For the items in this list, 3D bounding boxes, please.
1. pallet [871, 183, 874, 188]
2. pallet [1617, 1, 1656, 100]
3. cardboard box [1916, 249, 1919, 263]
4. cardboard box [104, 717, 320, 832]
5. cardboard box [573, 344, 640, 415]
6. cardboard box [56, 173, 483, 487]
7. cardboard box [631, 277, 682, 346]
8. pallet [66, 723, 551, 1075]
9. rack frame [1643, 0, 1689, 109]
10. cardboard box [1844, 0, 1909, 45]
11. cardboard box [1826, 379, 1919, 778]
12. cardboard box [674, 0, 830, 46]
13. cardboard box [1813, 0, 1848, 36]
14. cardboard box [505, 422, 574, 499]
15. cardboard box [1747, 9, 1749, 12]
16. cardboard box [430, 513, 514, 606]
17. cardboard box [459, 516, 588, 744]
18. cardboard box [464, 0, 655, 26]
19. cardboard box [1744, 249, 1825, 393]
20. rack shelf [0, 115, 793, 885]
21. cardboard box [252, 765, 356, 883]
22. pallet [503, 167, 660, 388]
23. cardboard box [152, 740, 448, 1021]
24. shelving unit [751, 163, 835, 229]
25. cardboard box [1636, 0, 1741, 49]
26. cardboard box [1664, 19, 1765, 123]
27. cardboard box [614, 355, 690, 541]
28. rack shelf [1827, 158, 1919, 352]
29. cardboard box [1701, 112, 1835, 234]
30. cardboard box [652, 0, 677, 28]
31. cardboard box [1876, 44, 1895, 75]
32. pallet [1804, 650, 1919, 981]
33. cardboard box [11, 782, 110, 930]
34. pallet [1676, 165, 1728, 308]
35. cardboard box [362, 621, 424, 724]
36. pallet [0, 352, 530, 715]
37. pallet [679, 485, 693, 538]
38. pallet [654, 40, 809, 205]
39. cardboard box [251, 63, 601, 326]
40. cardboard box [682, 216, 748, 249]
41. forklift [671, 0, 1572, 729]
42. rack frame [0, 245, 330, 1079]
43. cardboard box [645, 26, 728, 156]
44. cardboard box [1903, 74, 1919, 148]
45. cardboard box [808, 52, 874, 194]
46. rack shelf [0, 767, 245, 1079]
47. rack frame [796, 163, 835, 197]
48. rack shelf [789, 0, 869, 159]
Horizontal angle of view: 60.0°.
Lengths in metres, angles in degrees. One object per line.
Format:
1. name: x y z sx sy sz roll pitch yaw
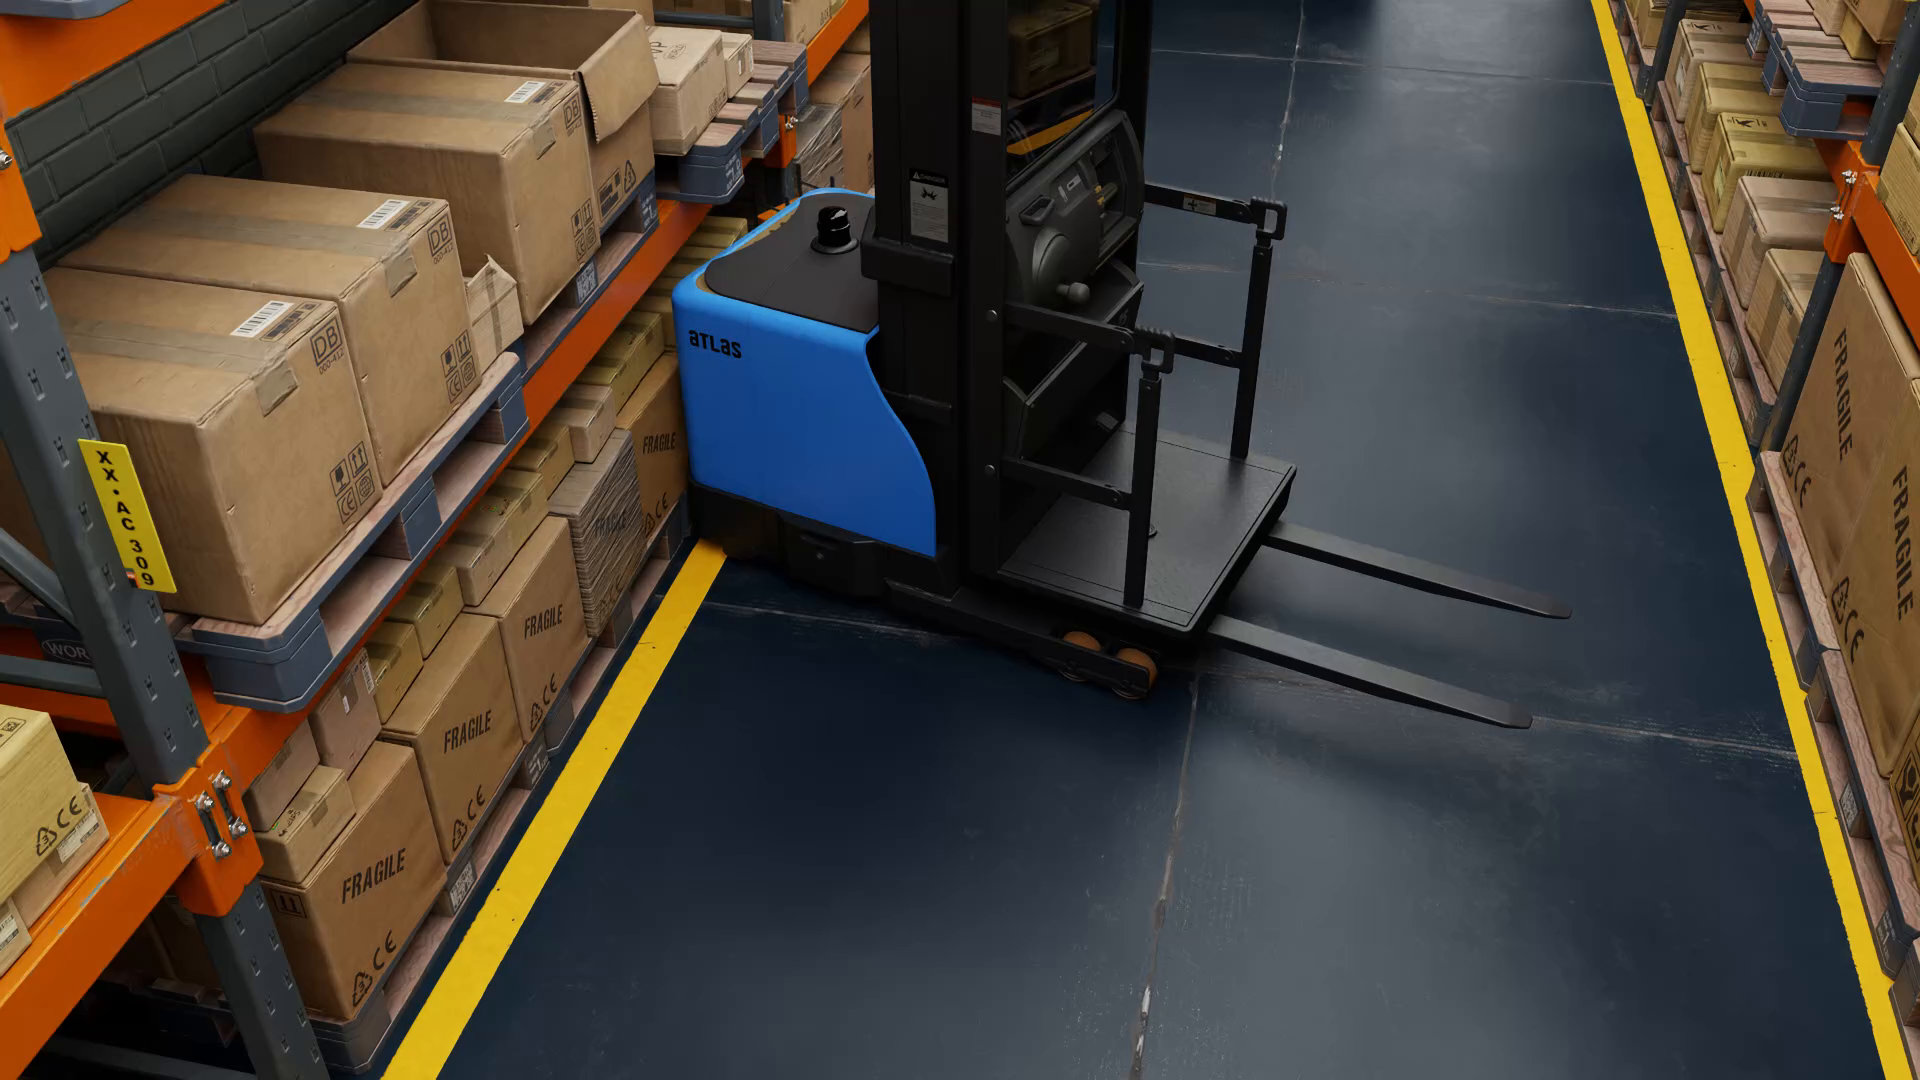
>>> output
1. pallet: -0.709 -2.081 8.941 1.003 0.211 1.213 7 37 10
2. pallet: 4.628 -2.979 10.181 1.003 0.211 1.213 7 37 10
3. cardboard box: 3.222 -0.819 4.952 0.500 0.250 0.500 6 36 9
4. cardboard box: -1.763 0.527 3.933 0.380 0.149 0.250 7 36 9
5. cardboard box: -1.324 -0.557 5.682 0.380 0.149 0.250 7 36 9
6. cardboard box: -1.607 -0.509 3.954 0.700 0.500 0.500 8 37 10
7. cardboard box: -1.171 -0.846 6.080 0.380 0.149 0.250 6 36 8
8. pallet: -1.903 0.906 4.821 1.003 0.211 1.213 7 37 10
9. rack frame: 4.519 -3.719 8.825 1.000 3.000 0.127 7 37 10
10. cardboard box: 3.490 -2.052 5.829 0.500 0.500 0.500 6 36 9
11. cardboard box: 3.241 0.161 4.925 0.875 0.875 0.875 8 37 11
12. cardboard box: -0.852 -2.209 6.869 0.500 0.250 0.500 7 37 10
13. cardboard box: 3.501 -2.024 6.343 0.380 0.149 0.250 7 37 10
14. cardboard box: -1.457 -0.260 5.272 0.380 0.149 0.250 7 37 10
15. cardboard box: 4.909 -3.384 9.709 0.500 0.500 0.500 9 37 12
16. cardboard box: -1.541 0.040 4.858 0.380 0.149 0.250 7 37 10
17. cardboard box: -1.502 0.248 5.123 0.500 0.500 0.500 6 36 9
18. cardboard box: -1.448 -1.981 5.984 0.500 0.500 0.500 9 37 12
19. cardboard box: 3.795 -0.854 6.754 0.950 0.372 0.625 5 36 7
20. rack shelf: -1.613 -0.608 5.146 1.077 0.370 4.000 7 37 10
21. cardboard box: -1.703 0.655 4.010 0.380 0.149 0.250 9 37 12
22. pallet: -1.596 -0.853 5.034 1.003 0.211 1.213 7 37 10
23. cardboard box: -1.717 0.840 4.307 0.500 0.500 0.500 9 37 12
24. shelving unit: -0.640 -0.952 6.669 0.215 1.050 0.252 26 44 32
25. cardboard box: 4.382 -3.148 10.023 0.500 0.250 0.500 9 37 12
26. cardboard box: 4.409 -2.524 9.058 0.950 0.372 0.625 8 37 11
27. cardboard box: -1.292 -0.348 5.947 0.500 0.500 0.500 9 37 12
28. rack shelf: 3.237 0.012 4.290 1.077 0.370 4.000 7 37 10
29. cardboard box: 4.112 -1.713 7.938 0.950 0.372 0.625 8 37 12
30. cardboard box: -1.339 -2.275 6.960 0.500 0.250 0.500 7 36 9
31. cardboard box: 3.505 -1.711 5.912 0.380 0.149 0.250 9 37 12
32. pallet: 3.160 0.843 4.907 1.003 0.211 1.213 7 37 10
33. cardboard box: -1.861 0.564 3.130 0.380 0.149 0.250 8 37 11
34. pallet: 4.095 -1.442 8.059 1.003 0.211 1.213 7 37 10
35. cardboard box: -1.676 0.338 4.448 0.380 0.149 0.250 6 36 8
36. pallet: -1.763 -0.119 4.022 1.003 0.211 1.213 7 37 10
37. pallet: -1.382 -0.493 6.751 1.003 0.211 1.213 7 37 10
38. pallet: -1.262 -1.571 6.025 1.213 0.211 1.003 7 37 10
39. cardboard box: -1.440 -0.959 4.574 0.700 0.500 0.500 7 37 10
40. cardboard box: -1.044 -1.151 6.502 0.380 0.149 0.250 6 36 8
41. forklift: 0.552 -1.017 5.155 3.031 2.935 1.130 17 39 22
42. rack frame: -2.040 0.247 3.353 1.000 3.000 0.127 7 37 10
43. cardboard box: -1.095 -1.510 5.547 0.500 0.250 0.500 6 36 8
44. cardboard box: 3.315 -1.308 5.200 0.500 0.250 0.500 7 37 10
45. cardboard box: -0.907 -1.986 8.099 0.875 0.625 0.625 8 37 11
46. rack shelf: -2.467 1.685 1.982 1.077 0.370 4.000 7 37 10
47. rack frame: -0.561 -1.007 6.745 0.200 1.050 0.008 26 44 32
48. rack shelf: -0.758 -2.901 8.310 1.077 0.370 4.000 7 37 10
